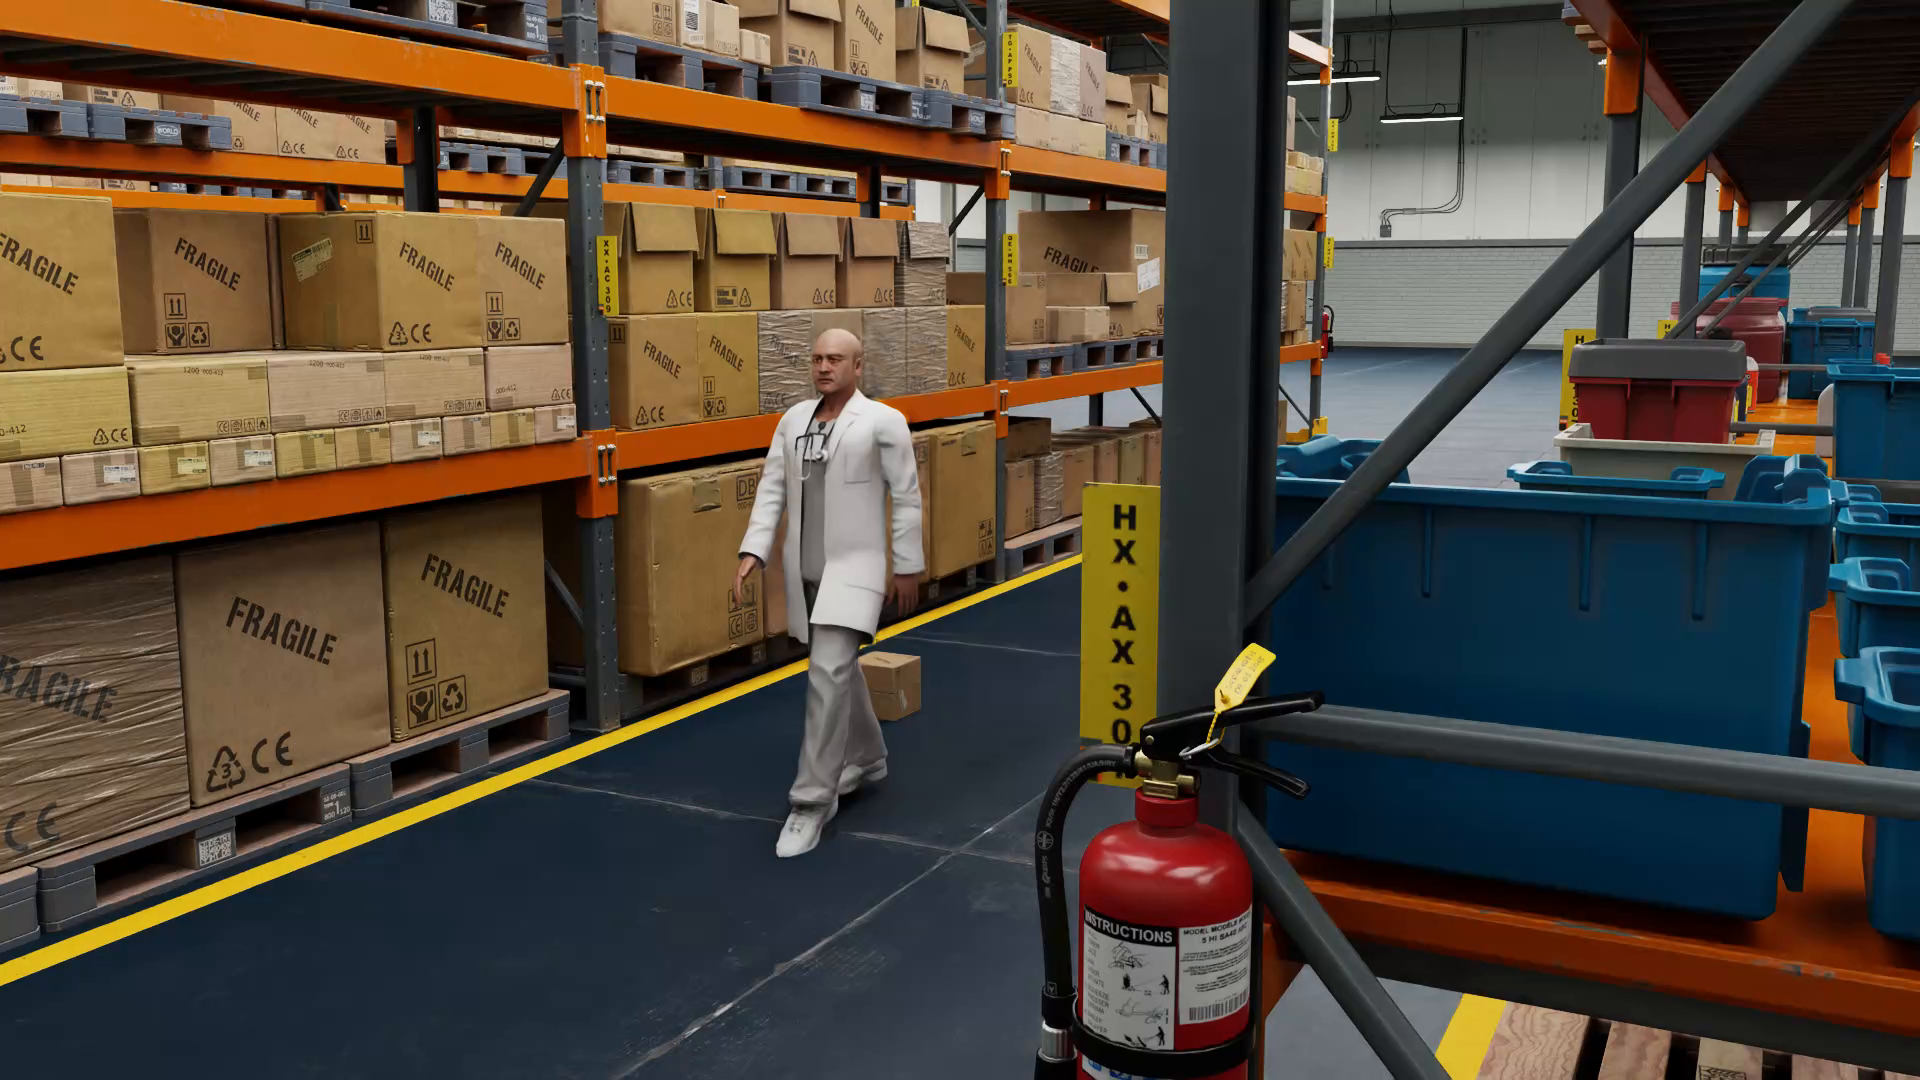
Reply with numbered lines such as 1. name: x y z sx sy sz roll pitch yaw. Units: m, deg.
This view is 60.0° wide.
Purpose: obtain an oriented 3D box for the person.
1. person: -0.493 0.154 5.998 0.585 1.817 0.869 6 10 32
